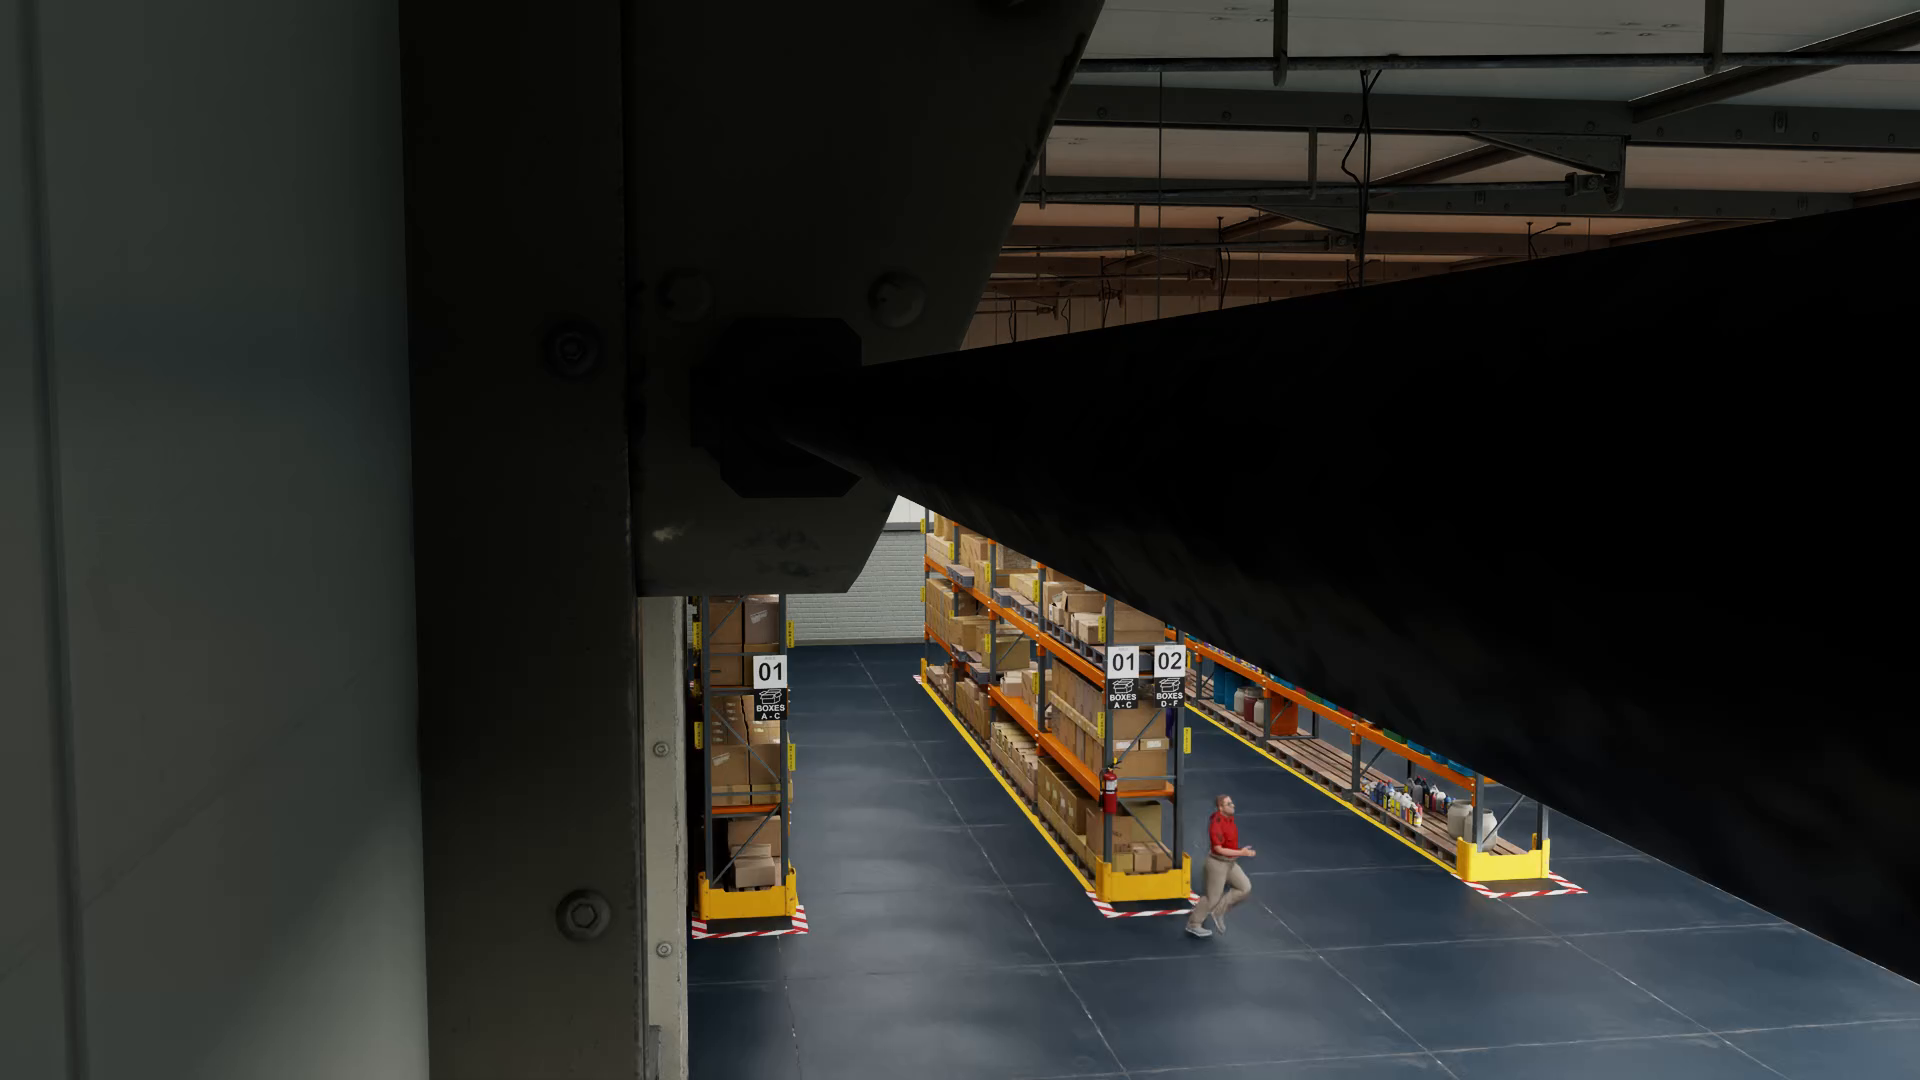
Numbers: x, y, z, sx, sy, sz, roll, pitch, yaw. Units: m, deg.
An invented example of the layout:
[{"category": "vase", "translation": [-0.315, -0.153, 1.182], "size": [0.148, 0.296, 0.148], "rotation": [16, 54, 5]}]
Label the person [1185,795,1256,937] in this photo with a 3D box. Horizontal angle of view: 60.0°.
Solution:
[{"category": "person", "translation": [3.061, 3.773, 19.314], "size": [0.830, 1.681, 0.683], "rotation": [3, 6, 29]}]

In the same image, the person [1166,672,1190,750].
[{"category": "person", "translation": [3.806, 2.907, 30.048], "size": [0.603, 1.643, 0.939], "rotation": [-1, 5, -6]}]
